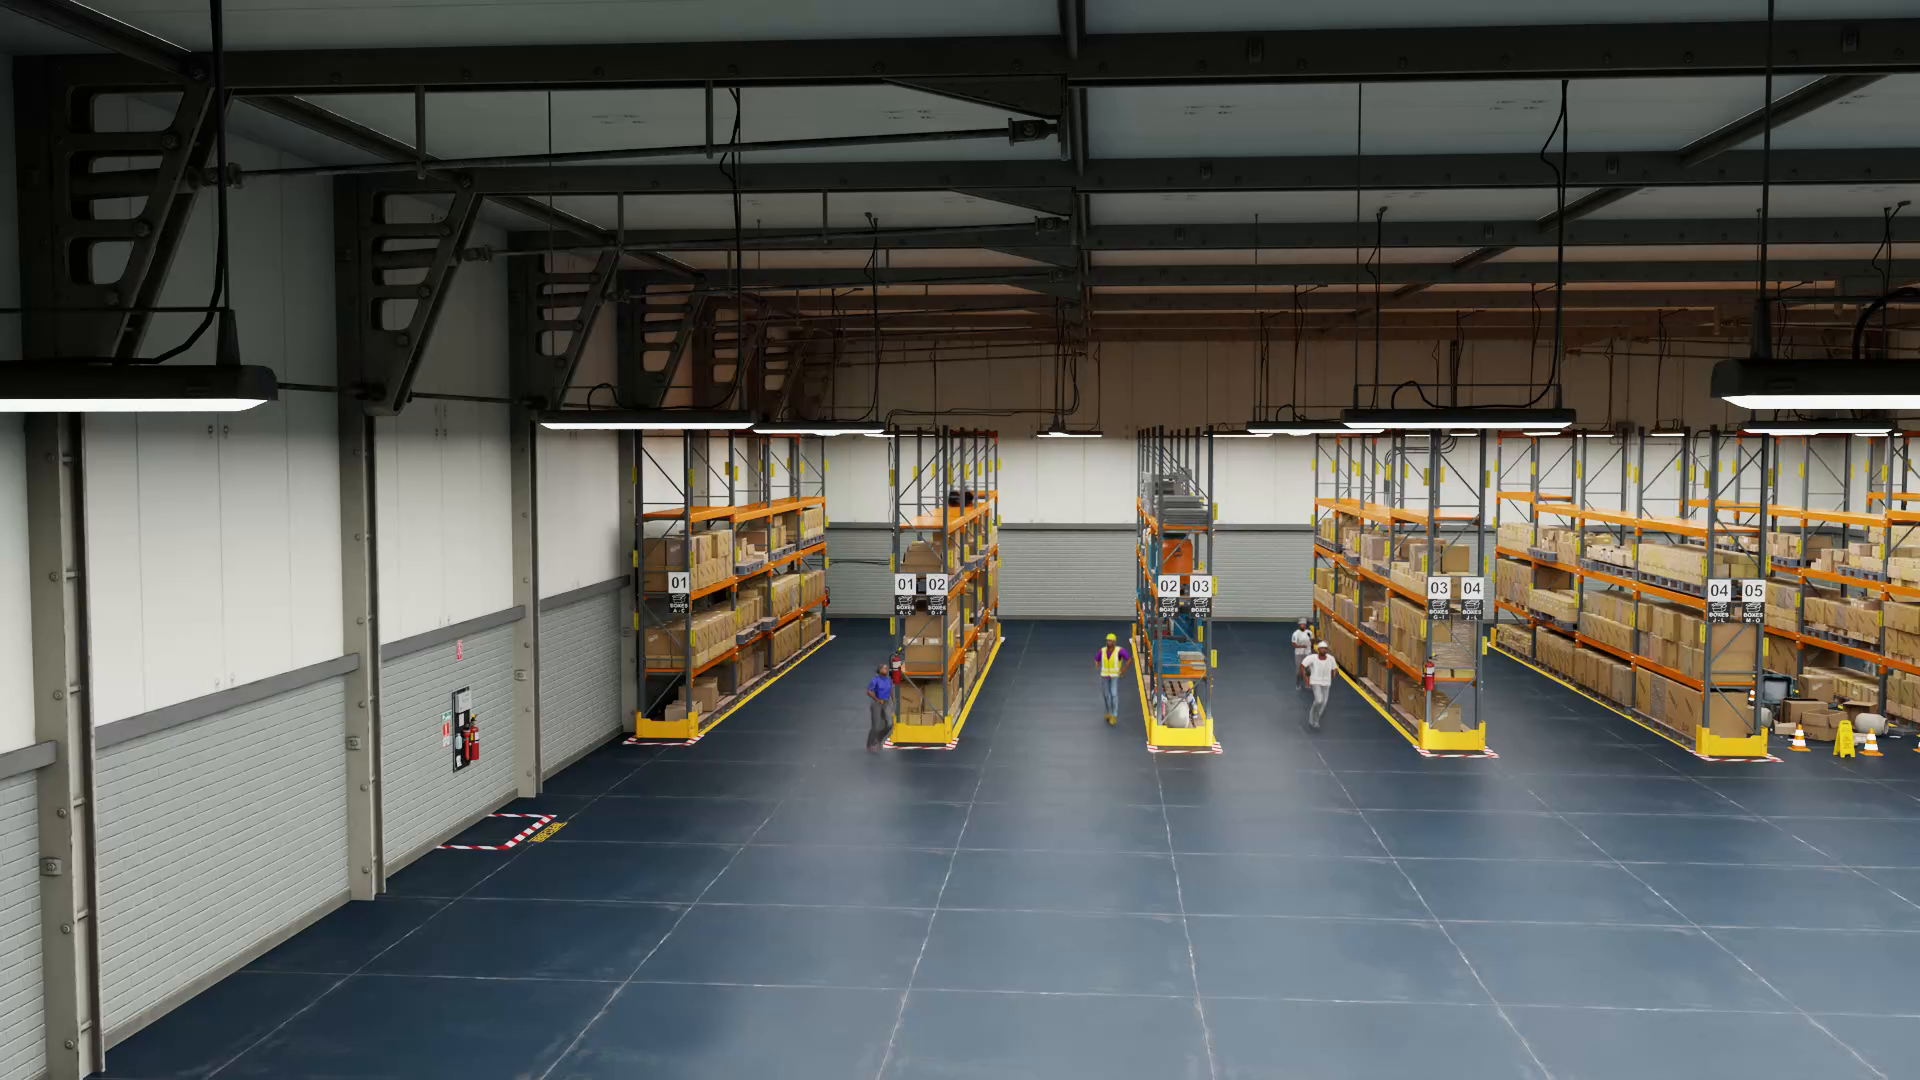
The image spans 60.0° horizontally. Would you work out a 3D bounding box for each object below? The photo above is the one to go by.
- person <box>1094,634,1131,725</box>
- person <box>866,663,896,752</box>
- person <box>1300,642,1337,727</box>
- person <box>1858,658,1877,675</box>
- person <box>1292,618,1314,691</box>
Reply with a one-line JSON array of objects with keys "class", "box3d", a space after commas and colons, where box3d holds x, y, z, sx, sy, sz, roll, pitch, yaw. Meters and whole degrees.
[{"class": "person", "box3d": [3.044, 2.799, 33.747, 0.757, 1.786, 0.716, 2, 4, 24]}, {"class": "person", "box3d": [-1.415, 3.082, 30.595, 0.650, 1.603, 0.550, -3, 4, -38]}, {"class": "person", "box3d": [7.158, 2.867, 32.980, 0.696, 1.717, 0.643, -1, 3, -11]}, {"class": "person", "box3d": [22.091, 2.468, 40.462, 0.575, 1.627, 0.599, 0, 3, -1]}, {"class": "person", "box3d": [7.820, 2.605, 37.772, 0.569, 1.673, 0.655, 0, 3, -3]}]
